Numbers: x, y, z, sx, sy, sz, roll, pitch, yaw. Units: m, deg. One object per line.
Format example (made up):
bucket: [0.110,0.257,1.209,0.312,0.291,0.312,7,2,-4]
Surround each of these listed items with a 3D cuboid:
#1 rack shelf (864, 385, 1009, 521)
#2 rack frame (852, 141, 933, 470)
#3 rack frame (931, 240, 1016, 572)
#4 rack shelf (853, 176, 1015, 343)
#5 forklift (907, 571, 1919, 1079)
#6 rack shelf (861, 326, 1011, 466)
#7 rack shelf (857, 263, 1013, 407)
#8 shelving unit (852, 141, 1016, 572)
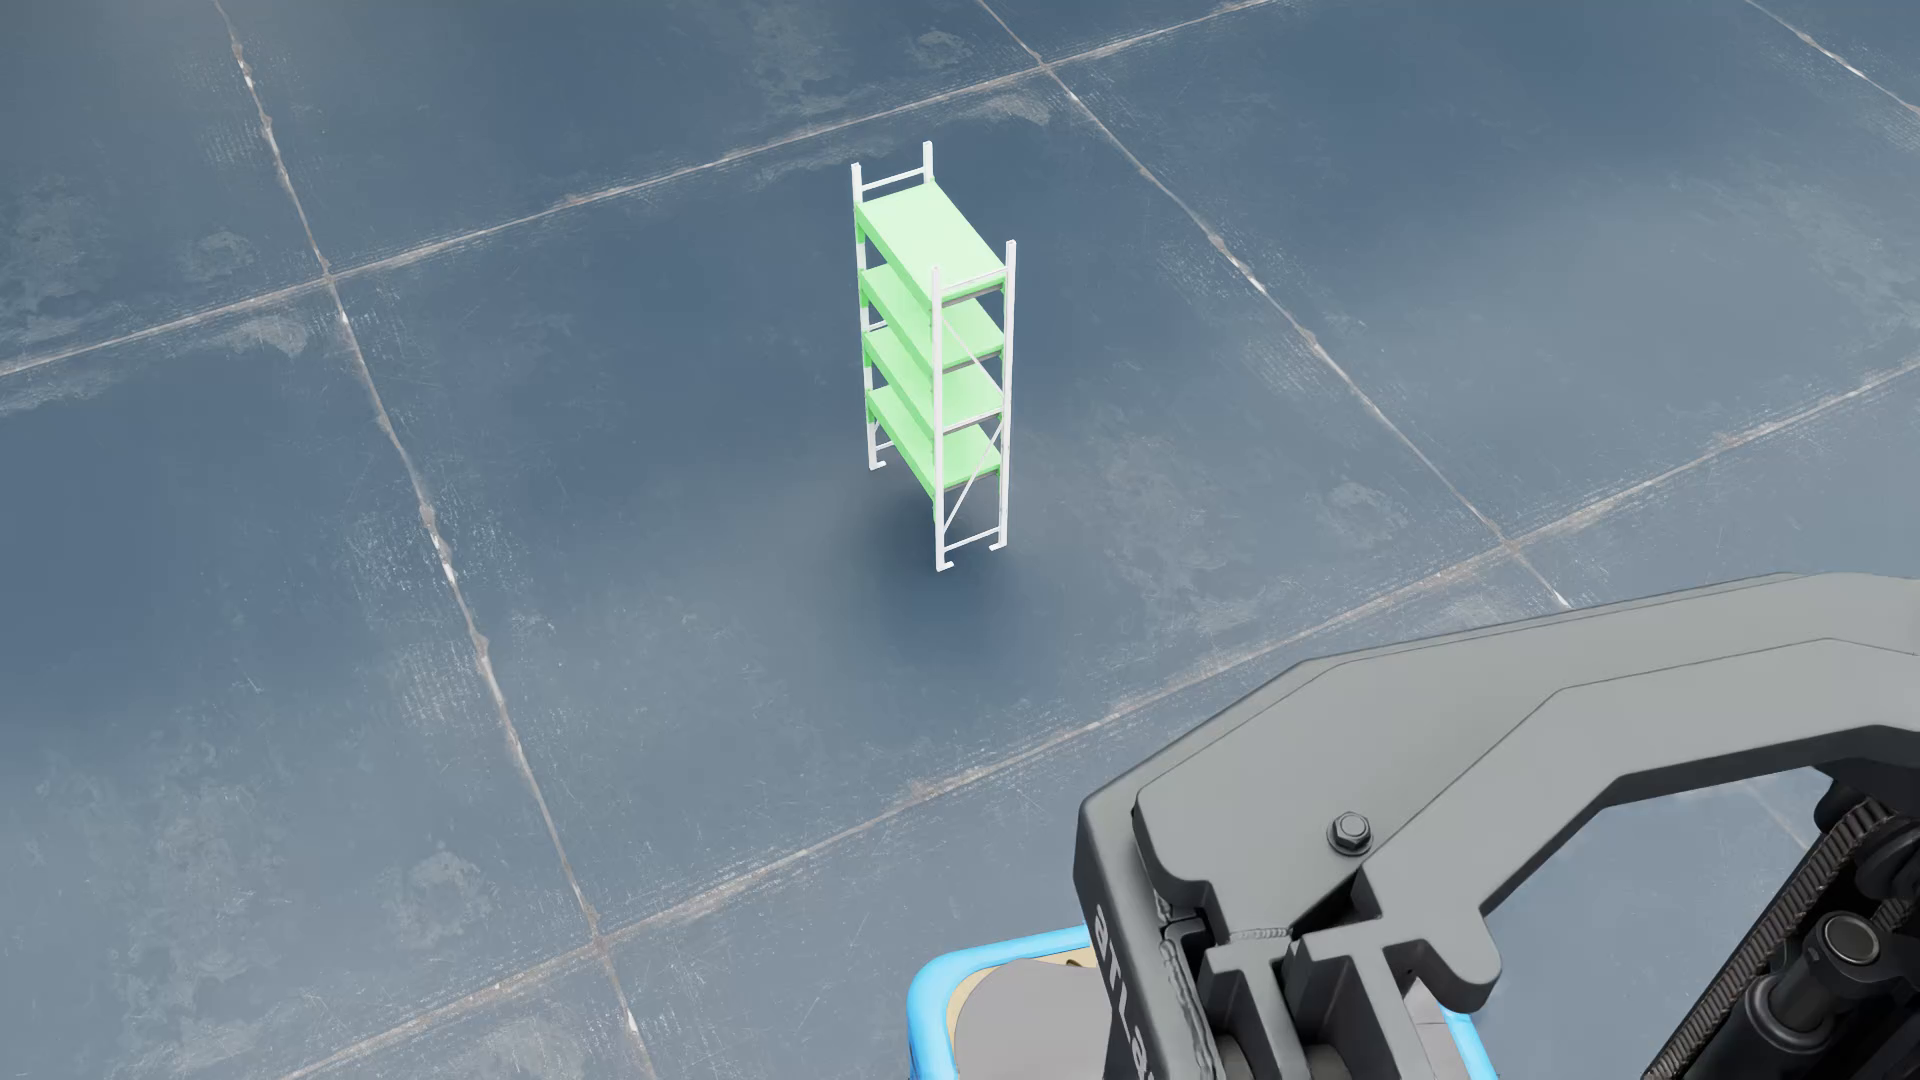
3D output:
rack shelf: [-0.076,-0.306,5.124,0.258,0.148,0.480,-21,52,-18]
rack frame: [-0.187,-0.669,5.038,0.240,1.200,0.015,-21,52,-18]
rack frame: [0.036,-0.342,4.752,0.240,1.200,0.015,-21,52,-18]
rack shelf: [-0.076,-0.780,4.582,0.258,0.148,0.480,-21,52,-18]
forklift: [0.707,1.543,1.954,1.130,2.935,3.031,-10,50,-8]
rack shelf: [-0.076,-0.464,4.943,0.258,0.148,0.480,-21,52,-18]
rack shelf: [-0.076,-0.622,4.763,0.258,0.148,0.480,-21,52,-18]
shelving unit: [-0.076,-0.506,4.895,0.258,1.200,0.503,-21,52,-18]
